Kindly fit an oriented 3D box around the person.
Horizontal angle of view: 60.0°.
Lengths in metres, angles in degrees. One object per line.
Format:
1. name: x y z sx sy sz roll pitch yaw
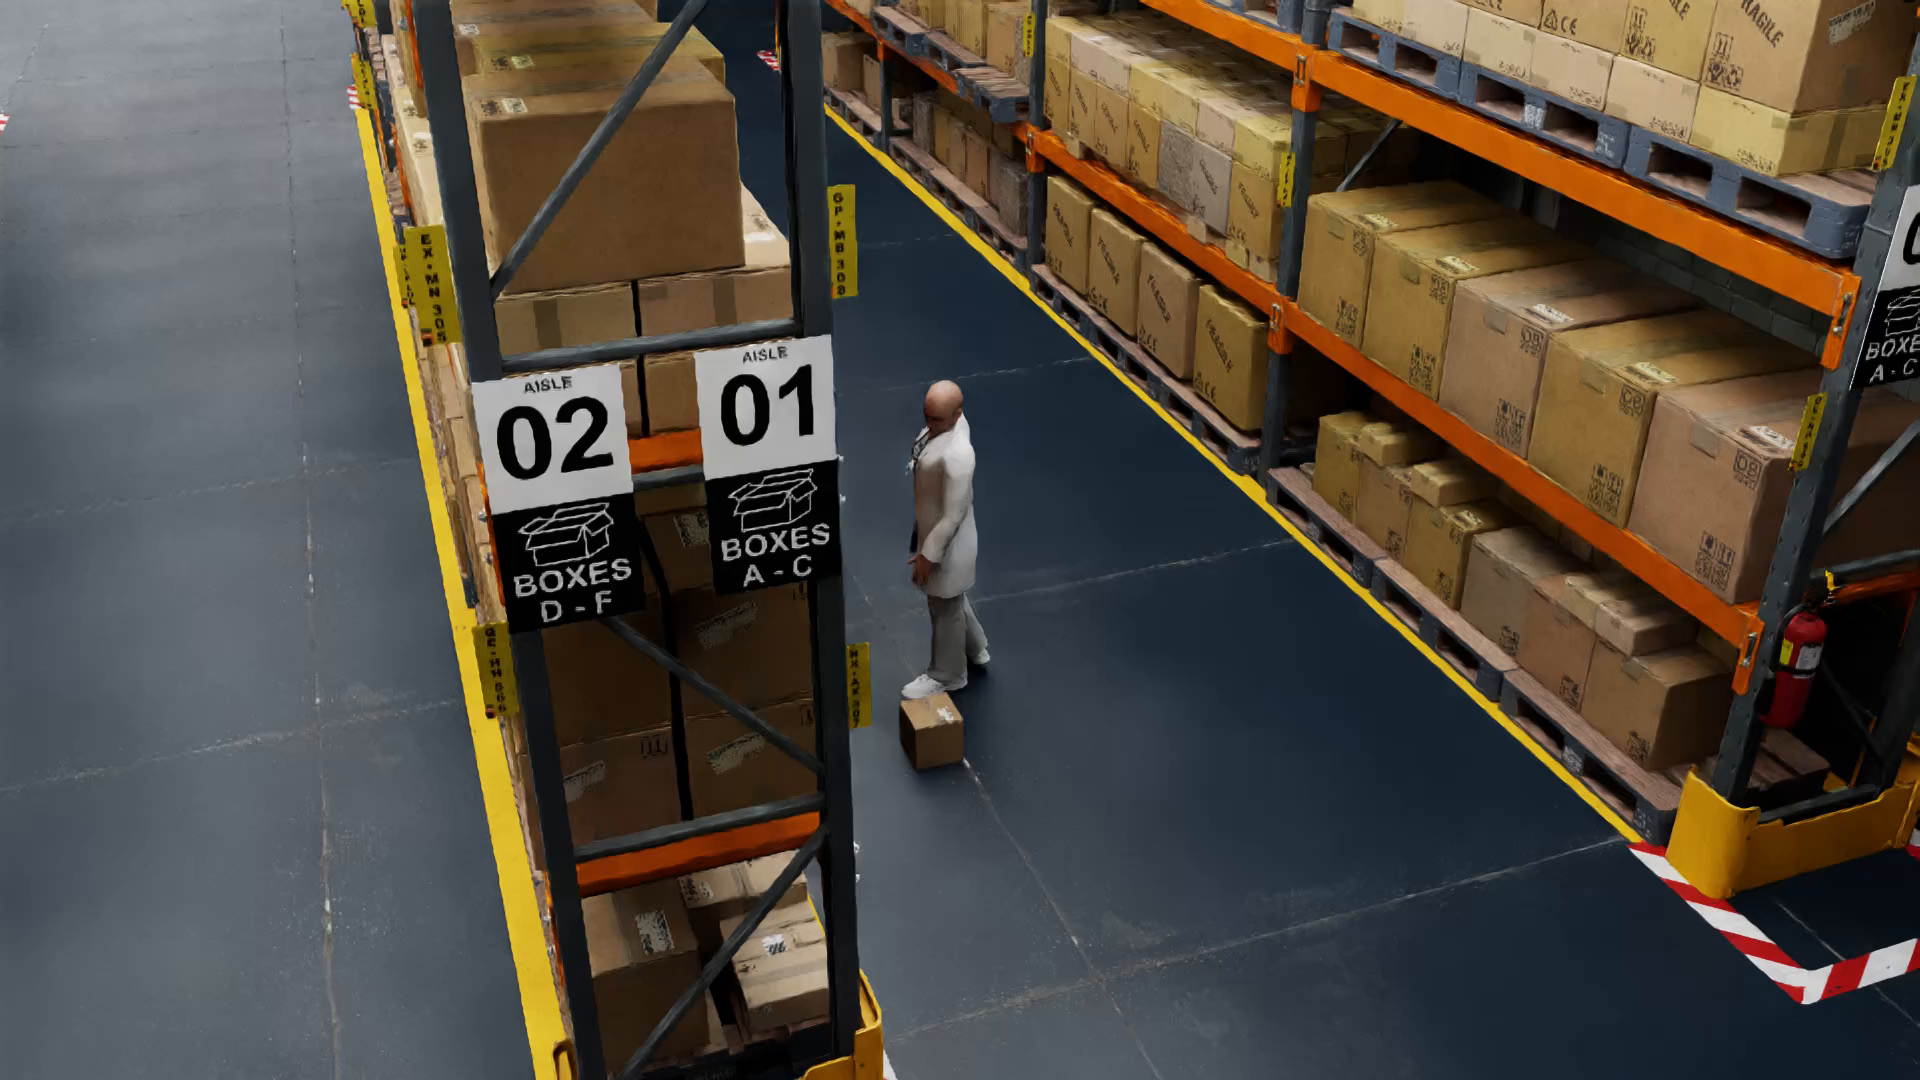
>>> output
1. person: -0.078 -0.032 8.398 0.507 1.777 0.706 -5 30 -9
